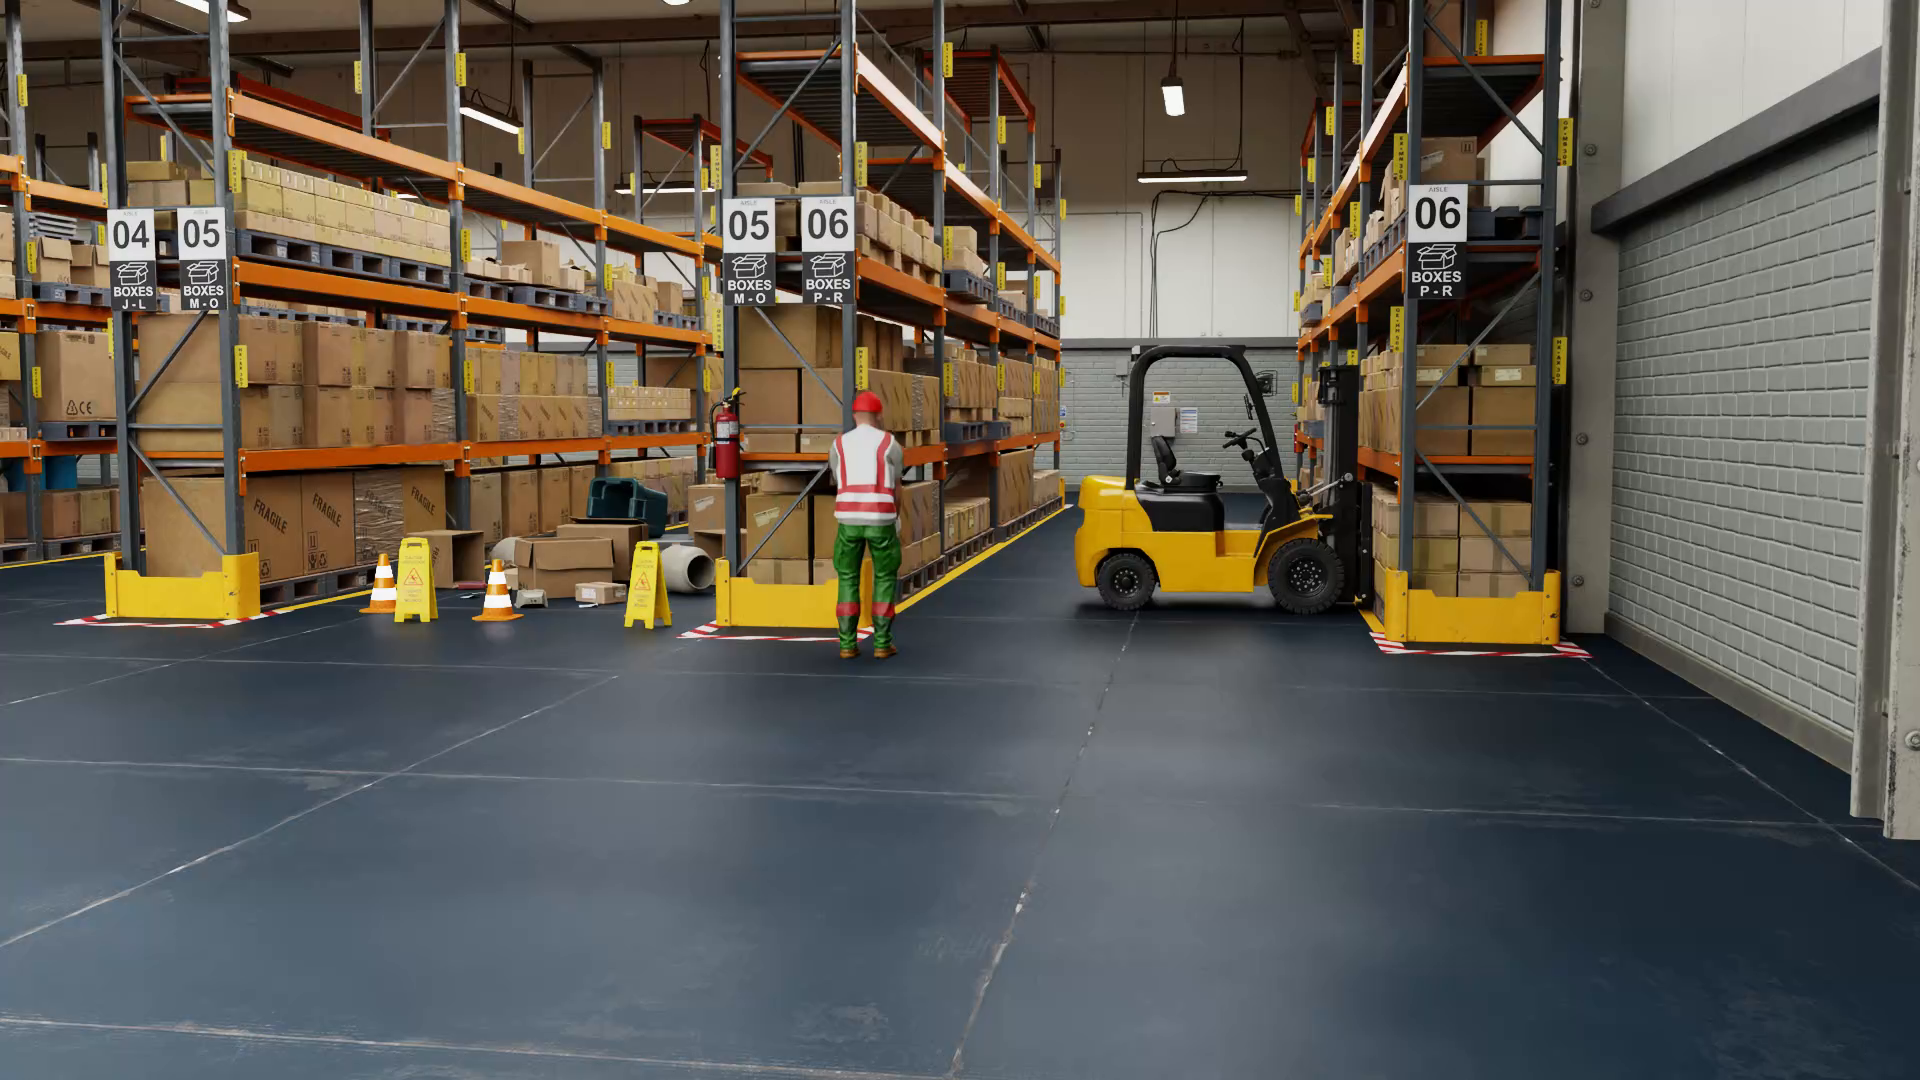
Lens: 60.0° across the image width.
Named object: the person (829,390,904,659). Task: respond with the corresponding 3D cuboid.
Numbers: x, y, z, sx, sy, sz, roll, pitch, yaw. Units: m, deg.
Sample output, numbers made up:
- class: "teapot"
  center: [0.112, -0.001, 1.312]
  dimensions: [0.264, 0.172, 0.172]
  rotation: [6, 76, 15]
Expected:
- class: "person"
  center: [-0.616, -0.112, 11.051]
  dimensions: [0.491, 1.760, 0.584]
  rotation: [1, 4, 8]
